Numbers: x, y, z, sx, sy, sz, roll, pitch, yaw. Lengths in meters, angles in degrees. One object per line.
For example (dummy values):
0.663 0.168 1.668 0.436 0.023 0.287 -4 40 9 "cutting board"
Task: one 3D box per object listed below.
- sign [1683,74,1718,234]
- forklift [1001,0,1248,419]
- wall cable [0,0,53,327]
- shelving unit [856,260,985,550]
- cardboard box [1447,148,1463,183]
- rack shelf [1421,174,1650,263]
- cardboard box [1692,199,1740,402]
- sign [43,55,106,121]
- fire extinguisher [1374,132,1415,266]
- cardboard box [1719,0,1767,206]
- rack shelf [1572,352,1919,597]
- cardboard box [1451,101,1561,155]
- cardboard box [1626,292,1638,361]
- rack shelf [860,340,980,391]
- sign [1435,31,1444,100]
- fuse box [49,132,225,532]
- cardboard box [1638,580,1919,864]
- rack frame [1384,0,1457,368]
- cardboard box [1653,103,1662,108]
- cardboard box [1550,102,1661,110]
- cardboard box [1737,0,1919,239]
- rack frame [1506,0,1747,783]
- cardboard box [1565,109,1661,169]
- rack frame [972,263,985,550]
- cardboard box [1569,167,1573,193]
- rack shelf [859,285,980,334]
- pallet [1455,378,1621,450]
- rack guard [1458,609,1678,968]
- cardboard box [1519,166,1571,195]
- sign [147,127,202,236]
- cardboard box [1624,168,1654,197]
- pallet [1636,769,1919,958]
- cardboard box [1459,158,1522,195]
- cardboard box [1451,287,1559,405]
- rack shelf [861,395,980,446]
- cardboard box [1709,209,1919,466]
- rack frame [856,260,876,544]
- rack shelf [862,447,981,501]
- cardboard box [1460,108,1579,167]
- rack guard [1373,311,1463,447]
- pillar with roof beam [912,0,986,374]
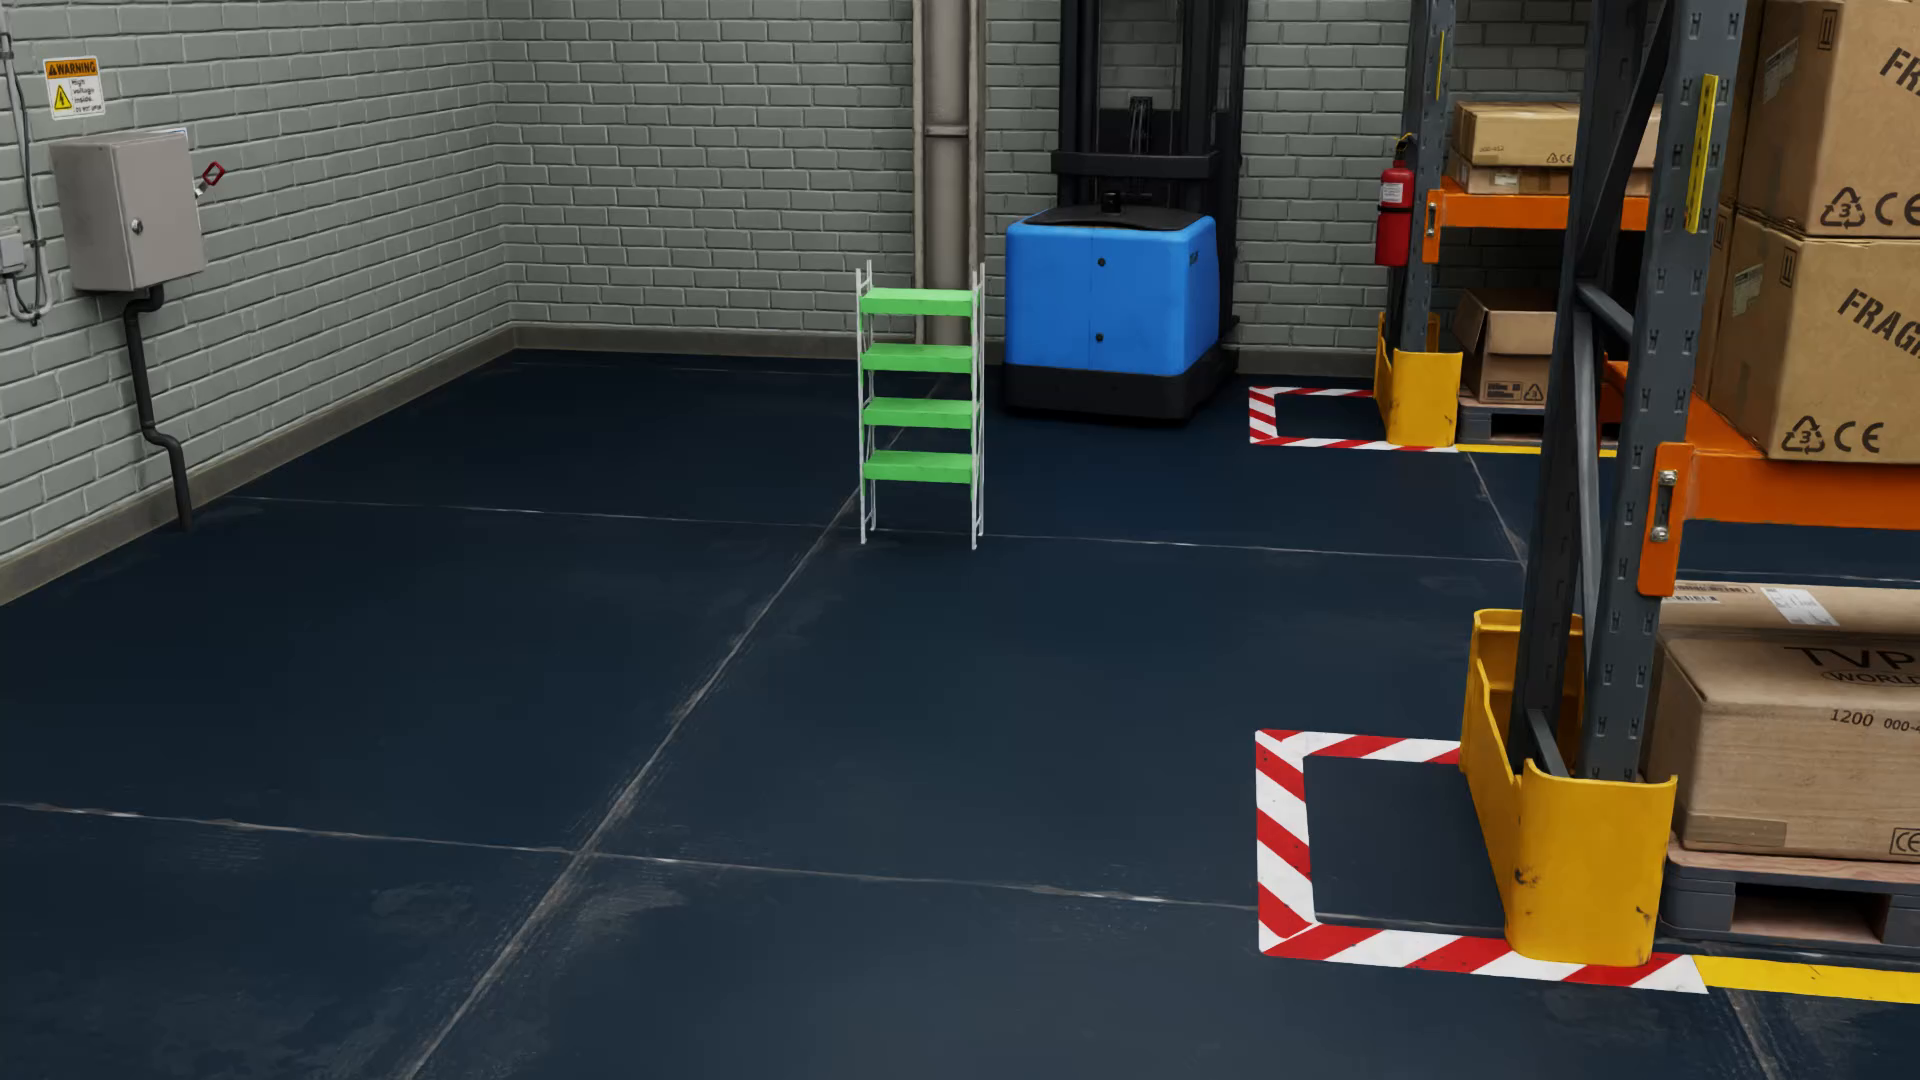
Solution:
1.577 -0.822 3.544 0.005 0.325 0.100 3 19 9 "sign"
1.203 -2.477 10.087 1.130 2.935 3.031 6 20 18 "forklift"
-3.687 -1.751 6.207 0.122 1.984 0.588 3 19 9 "wall cable"
-0.163 -0.577 7.138 0.503 1.200 0.258 3 19 9 "shelving unit"
2.824 -2.051 9.102 0.250 0.149 0.380 3 19 8 "cardboard box"
4.429 -1.661 8.674 4.000 0.370 1.077 3 19 9 "rack shelf"
2.189 -0.654 4.372 0.500 0.500 0.500 3 19 9 "cardboard box"
-3.636 -1.860 6.832 0.001 0.242 0.339 3 19 9 "sign"
2.236 -1.752 8.521 0.183 0.674 0.296 3 19 9 "fire extinguisher"
2.185 -1.119 4.188 0.500 0.500 0.500 4 19 10 "cardboard box"
3.646 -0.106 4.026 4.000 0.370 1.077 3 19 9 "rack shelf"
2.951 -2.233 9.016 0.500 0.250 0.500 3 19 10 "cardboard box"
3.881 -1.001 8.845 0.500 0.500 0.700 4 19 11 "cardboard box"
-0.163 -0.744 7.082 0.480 0.148 0.258 3 19 9 "rack shelf"
2.369 -2.343 8.215 0.005 0.325 0.100 3 19 9 "sign"
-3.423 -0.864 7.188 0.414 1.711 0.539 3 19 9 "fuse box"
2.339 0.470 4.547 0.875 0.438 0.875 2 19 7 "cardboard box"
2.455 -2.103 8.860 0.127 3.000 1.000 3 19 9 "rack frame"
3.948 -2.180 8.859 0.500 0.250 0.500 4 19 10 "cardboard box"
3.460 -2.206 8.938 0.500 0.250 0.500 3 19 9 "cardboard box"
2.100 -0.956 3.699 0.500 0.500 0.500 3 19 7 "cardboard box"
1.671 -0.548 4.212 0.127 3.000 1.000 3 19 9 "rack frame"
3.358 -2.040 8.441 0.500 0.250 0.500 3 19 9 "cardboard box"
0.077 -0.565 7.101 0.015 1.200 0.240 3 19 9 "rack frame"
3.259 -1.881 8.592 0.250 0.149 0.380 3 19 8 "cardboard box"
-0.163 -0.972 7.006 0.480 0.148 0.258 3 19 9 "rack shelf"
3.317 -0.737 9.172 1.213 0.211 1.003 3 19 9 "pallet"
1.647 0.637 4.613 0.348 0.500 1.175 3 19 9 "rack guard"
2.994 -1.883 8.599 0.250 0.149 0.380 3 19 10 "cardboard box"
-3.549 -1.595 7.492 0.001 0.494 0.329 3 19 9 "sign"
3.499 -1.849 8.497 0.250 0.149 0.380 4 19 10 "cardboard box"
2.473 0.791 4.608 1.213 0.211 1.003 3 19 9 "pallet"
2.736 -1.881 8.594 0.250 0.149 0.380 3 19 8 "cardboard box"
3.044 -1.058 9.009 0.637 0.503 0.797 2 19 6 "cardboard box"
-0.163 -0.517 7.158 0.480 0.148 0.258 3 19 9 "rack shelf"
2.099 -0.481 3.855 0.500 0.500 0.500 3 19 8 "cardboard box"
-0.404 -0.590 7.174 0.015 1.200 0.240 3 19 9 "rack frame"
-0.163 -0.289 7.234 0.480 0.148 0.258 3 19 9 "rack shelf"
2.860 -2.066 8.517 0.500 0.250 0.500 3 19 9 "cardboard box"
2.530 -0.914 9.246 0.348 0.500 1.175 3 19 9 "rack guard"
-0.747 -4.017 5.127 0.400 9.000 9.100 3 19 9 "pillar with roof beam"
